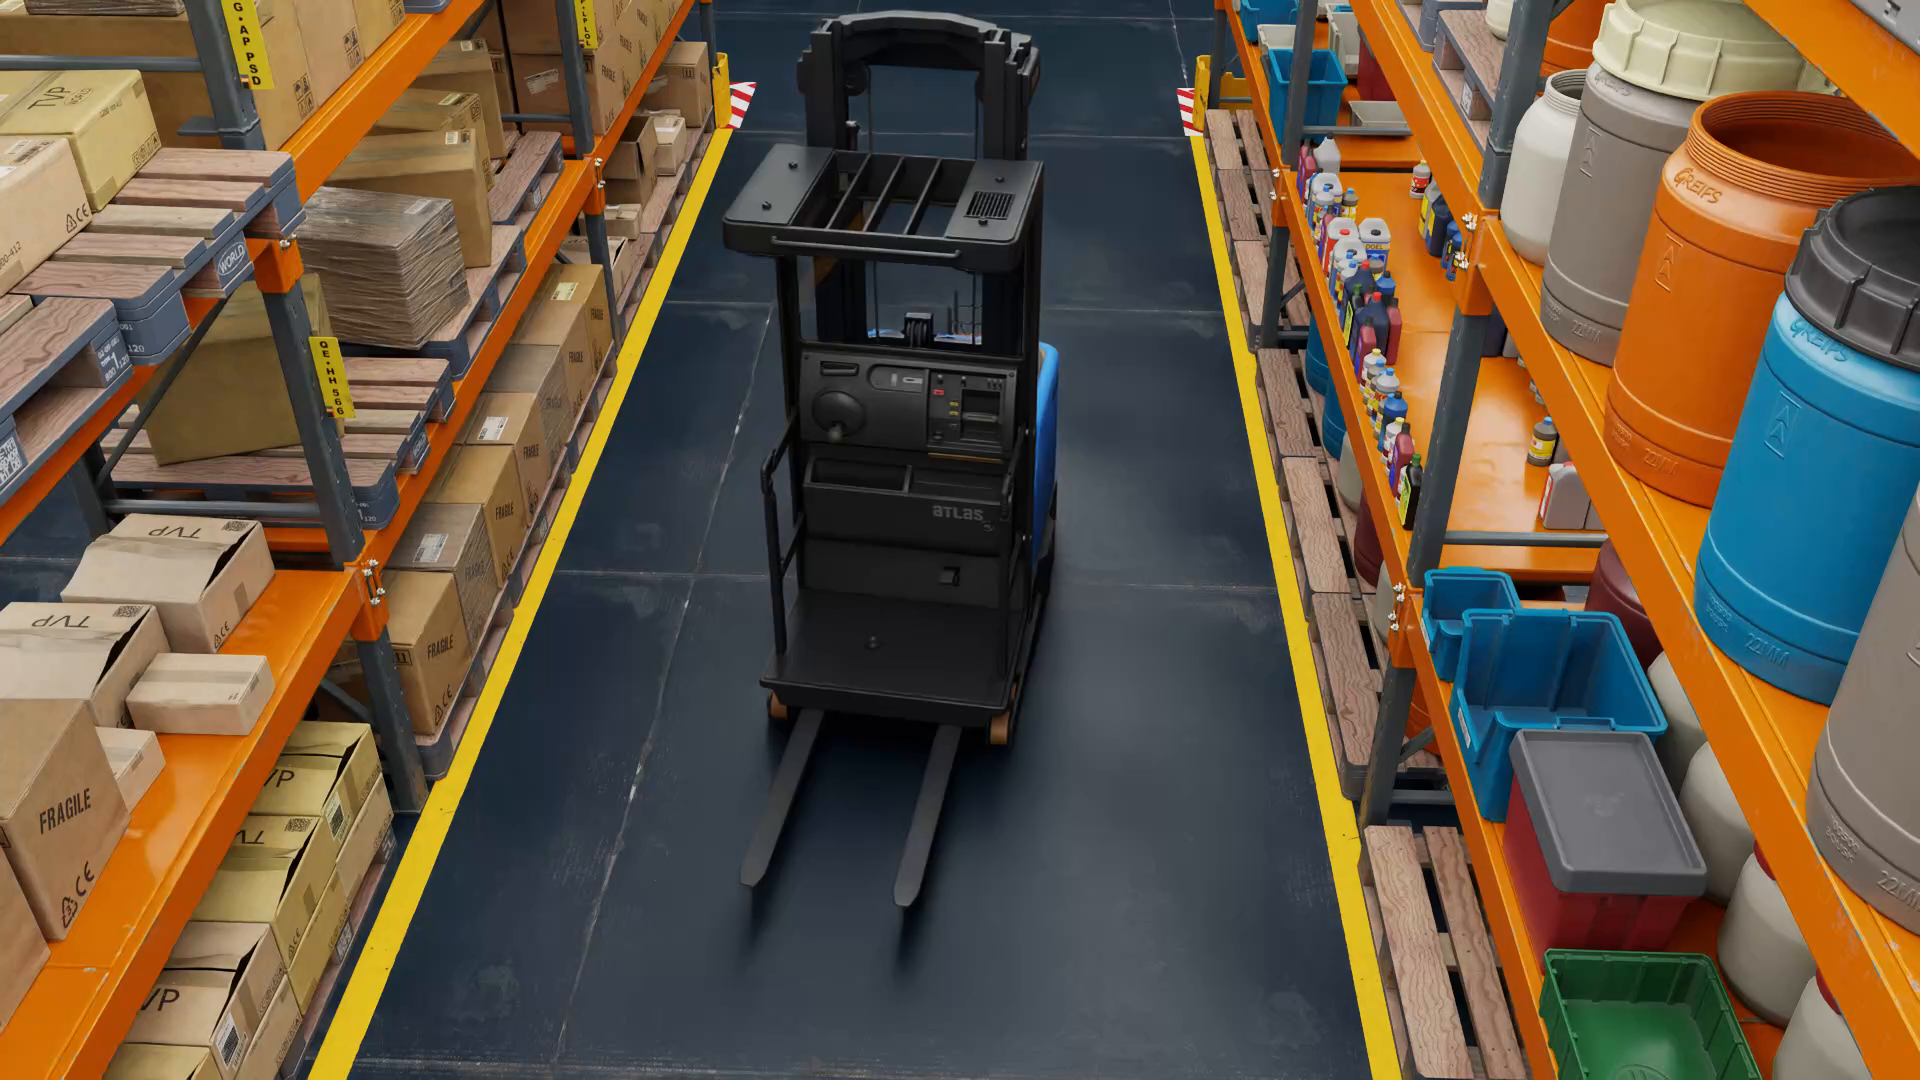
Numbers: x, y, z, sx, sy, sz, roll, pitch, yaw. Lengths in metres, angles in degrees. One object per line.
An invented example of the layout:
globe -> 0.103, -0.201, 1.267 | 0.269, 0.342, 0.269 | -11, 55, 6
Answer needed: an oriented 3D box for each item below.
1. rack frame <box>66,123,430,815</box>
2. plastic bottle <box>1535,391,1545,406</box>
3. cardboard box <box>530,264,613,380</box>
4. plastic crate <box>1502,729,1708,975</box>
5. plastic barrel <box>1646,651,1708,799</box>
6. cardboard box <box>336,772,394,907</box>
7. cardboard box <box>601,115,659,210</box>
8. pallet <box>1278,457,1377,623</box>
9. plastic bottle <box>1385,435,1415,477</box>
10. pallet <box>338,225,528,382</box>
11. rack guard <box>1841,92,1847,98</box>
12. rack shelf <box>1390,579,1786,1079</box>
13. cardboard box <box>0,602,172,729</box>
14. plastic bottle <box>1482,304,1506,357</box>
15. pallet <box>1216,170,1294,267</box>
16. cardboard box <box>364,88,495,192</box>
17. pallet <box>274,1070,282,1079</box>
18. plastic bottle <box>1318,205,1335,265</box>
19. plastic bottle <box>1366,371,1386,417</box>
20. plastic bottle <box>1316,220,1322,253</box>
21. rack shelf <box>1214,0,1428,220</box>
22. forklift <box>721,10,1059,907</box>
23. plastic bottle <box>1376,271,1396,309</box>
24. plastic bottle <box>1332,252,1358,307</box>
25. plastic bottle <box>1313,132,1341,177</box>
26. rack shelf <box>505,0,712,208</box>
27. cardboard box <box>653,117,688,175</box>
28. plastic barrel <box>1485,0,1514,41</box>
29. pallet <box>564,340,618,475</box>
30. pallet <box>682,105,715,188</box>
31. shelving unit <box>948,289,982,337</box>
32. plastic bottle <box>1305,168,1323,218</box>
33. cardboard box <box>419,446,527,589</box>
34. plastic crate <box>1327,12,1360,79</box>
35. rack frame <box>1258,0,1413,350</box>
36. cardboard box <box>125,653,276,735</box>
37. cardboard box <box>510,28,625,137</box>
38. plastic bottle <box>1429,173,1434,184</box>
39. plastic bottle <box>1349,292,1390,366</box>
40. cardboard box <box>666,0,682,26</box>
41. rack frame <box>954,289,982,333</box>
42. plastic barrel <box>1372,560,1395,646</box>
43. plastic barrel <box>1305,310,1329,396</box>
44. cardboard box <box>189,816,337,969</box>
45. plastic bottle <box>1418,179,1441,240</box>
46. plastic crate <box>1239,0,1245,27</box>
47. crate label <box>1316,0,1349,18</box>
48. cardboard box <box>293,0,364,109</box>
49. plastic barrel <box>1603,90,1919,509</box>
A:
rack frame -> -2.779, -0.111, 6.244 | 1.000, 3.000, 0.127 | 1, 35, 2
plastic bottle -> 2.575, -0.724, 7.229 | 0.097, 0.271, 0.097 | 0, 35, 0
cardboard box -> -2.352, -1.276, 9.694 | 0.500, 0.500, 0.500 | 1, 35, 2
plastic crate -> 1.799, 0.901, 4.749 | 0.402, 0.464, 0.583 | 1, 35, 2
plastic barrel -> 2.342, 0.556, 5.198 | 0.421, 0.512, 0.421 | 0, 35, 0
cardboard box -> -2.557, 1.150, 6.476 | 0.500, 0.250, 0.500 | 2, 35, 3
cardboard box -> -2.548, -2.647, 11.642 | 0.797, 0.503, 0.637 | 1, 35, 2
pallet -> 2.212, -0.006, 8.521 | 1.003, 0.211, 1.213 | 1, 35, 2
plastic bottle -> 1.792, -0.354, 6.763 | 0.097, 0.201, 0.097 | 0, 35, 0
pallet -> -2.706, -1.150, 7.890 | 1.003, 0.211, 1.213 | 1, 35, 2
rack guard -> 7.441, -3.467, 13.194 | 1.175, 0.500, 0.348 | 1, 35, 2
rack shelf -> 2.090, 1.449, 4.650 | 1.077, 0.370, 4.000 | 1, 35, 2
cardboard box -> -3.009, 0.435, 5.545 | 0.500, 0.311, 0.500 | 1, 35, 1
plastic bottle -> 2.419, -1.030, 7.595 | 0.144, 0.351, 0.185 | 1, 35, 2
pallet -> 2.368, -2.277, 11.753 | 1.003, 0.211, 1.213 | 1, 35, 2
cardboard box -> -2.825, -1.958, 8.421 | 0.700, 0.500, 0.500 | 7, 36, 9
pallet -> -2.903, 2.201, 5.380 | 1.003, 0.211, 1.213 | 1, 35, 2
plastic bottle -> 1.854, -1.533, 8.370 | 0.061, 0.283, 0.133 | 1, 35, 2
plastic bottle -> 1.812, -0.633, 7.161 | 0.097, 0.201, 0.097 | 0, 35, 0
plastic bottle -> 1.877, -1.566, 8.488 | 0.097, 0.201, 0.097 | 0, 35, 0
rack shelf -> 2.411, -3.147, 11.190 | 1.077, 0.370, 4.000 | 1, 35, 2
forklift -> -0.258, -0.513, 6.876 | 1.130, 2.935, 3.031 | 6, 36, 8
plastic bottle -> 1.989, -1.136, 7.815 | 0.097, 0.271, 0.097 | 0, 35, 0
plastic bottle -> 1.853, -1.251, 7.979 | 0.097, 0.271, 0.097 | 0, 35, 0
plastic bottle -> 1.991, -2.054, 9.053 | 0.144, 0.351, 0.185 | 1, 35, 2
rack shelf -> -2.538, -3.263, 11.356 | 1.077, 0.370, 4.000 | 1, 35, 2
cardboard box -> -2.302, -2.899, 12.220 | 0.500, 0.250, 0.500 | 1, 35, 2
plastic barrel -> 2.067, -1.956, 6.016 | 0.301, 0.262, 0.301 | 0, 35, 0
pallet -> -2.614, -0.800, 9.650 | 1.003, 0.211, 1.213 | 1, 35, 2
pallet -> -2.492, -3.064, 12.872 | 1.003, 0.211, 1.213 | 1, 35, 2
shelving unit -> 0.074, -0.712, 8.666 | 0.258, 1.200, 0.189 | 6, 36, 8
plastic bottle -> 1.894, -1.839, 8.816 | 0.097, 0.271, 0.097 | 0, 35, 0
cardboard box -> -2.435, -0.112, 8.037 | 0.500, 0.500, 0.500 | 1, 35, 1
plastic crate -> 2.576, -3.141, 10.608 | 0.437, 0.282, 0.530 | 1, 35, 2
rack frame -> 2.331, -2.292, 9.349 | 1.000, 3.000, 0.127 | 1, 35, 2
cardboard box -> -2.539, 0.515, 5.572 | 0.380, 0.149, 0.250 | 1, 35, 2
cardboard box -> -2.326, -2.736, 9.893 | 0.500, 0.500, 0.500 | 2, 35, 3
plastic bottle -> 2.638, -2.008, 9.051 | 0.152, 0.276, 0.135 | 1, 35, 2
plastic bottle -> 1.854, -0.963, 7.501 | 0.144, 0.351, 0.185 | 1, 35, 2
cardboard box -> -2.247, -3.900, 11.549 | 0.500, 0.500, 0.500 | 2, 35, 2
rack frame -> 0.090, -0.764, 8.740 | 0.240, 1.200, 0.006 | 6, 36, 8
plastic barrel -> 2.106, 0.244, 7.538 | 0.421, 0.512, 0.421 | 0, 35, 0
plastic barrel -> 2.292, -1.293, 9.387 | 0.600, 0.901, 0.708 | 1, 35, 2
cardboard box -> -2.569, 1.218, 5.892 | 0.500, 0.311, 0.500 | 1, 35, 1
plastic bottle -> 2.477, -1.740, 8.605 | 0.144, 0.351, 0.185 | 1, 35, 2
plastic crate -> 2.099, -3.656, 11.382 | 0.416, 0.233, 0.300 | 1, 35, 2
crate label -> 2.627, -3.708, 11.540 | 0.396, 0.136, 0.243 | 1, 35, 2
cardboard box -> -2.775, -1.923, 6.128 | 0.910, 0.500, 0.500 | 1, 35, 2
plastic barrel -> 1.894, -0.554, 3.894 | 0.600, 0.830, 0.708 | 1, 35, 2
